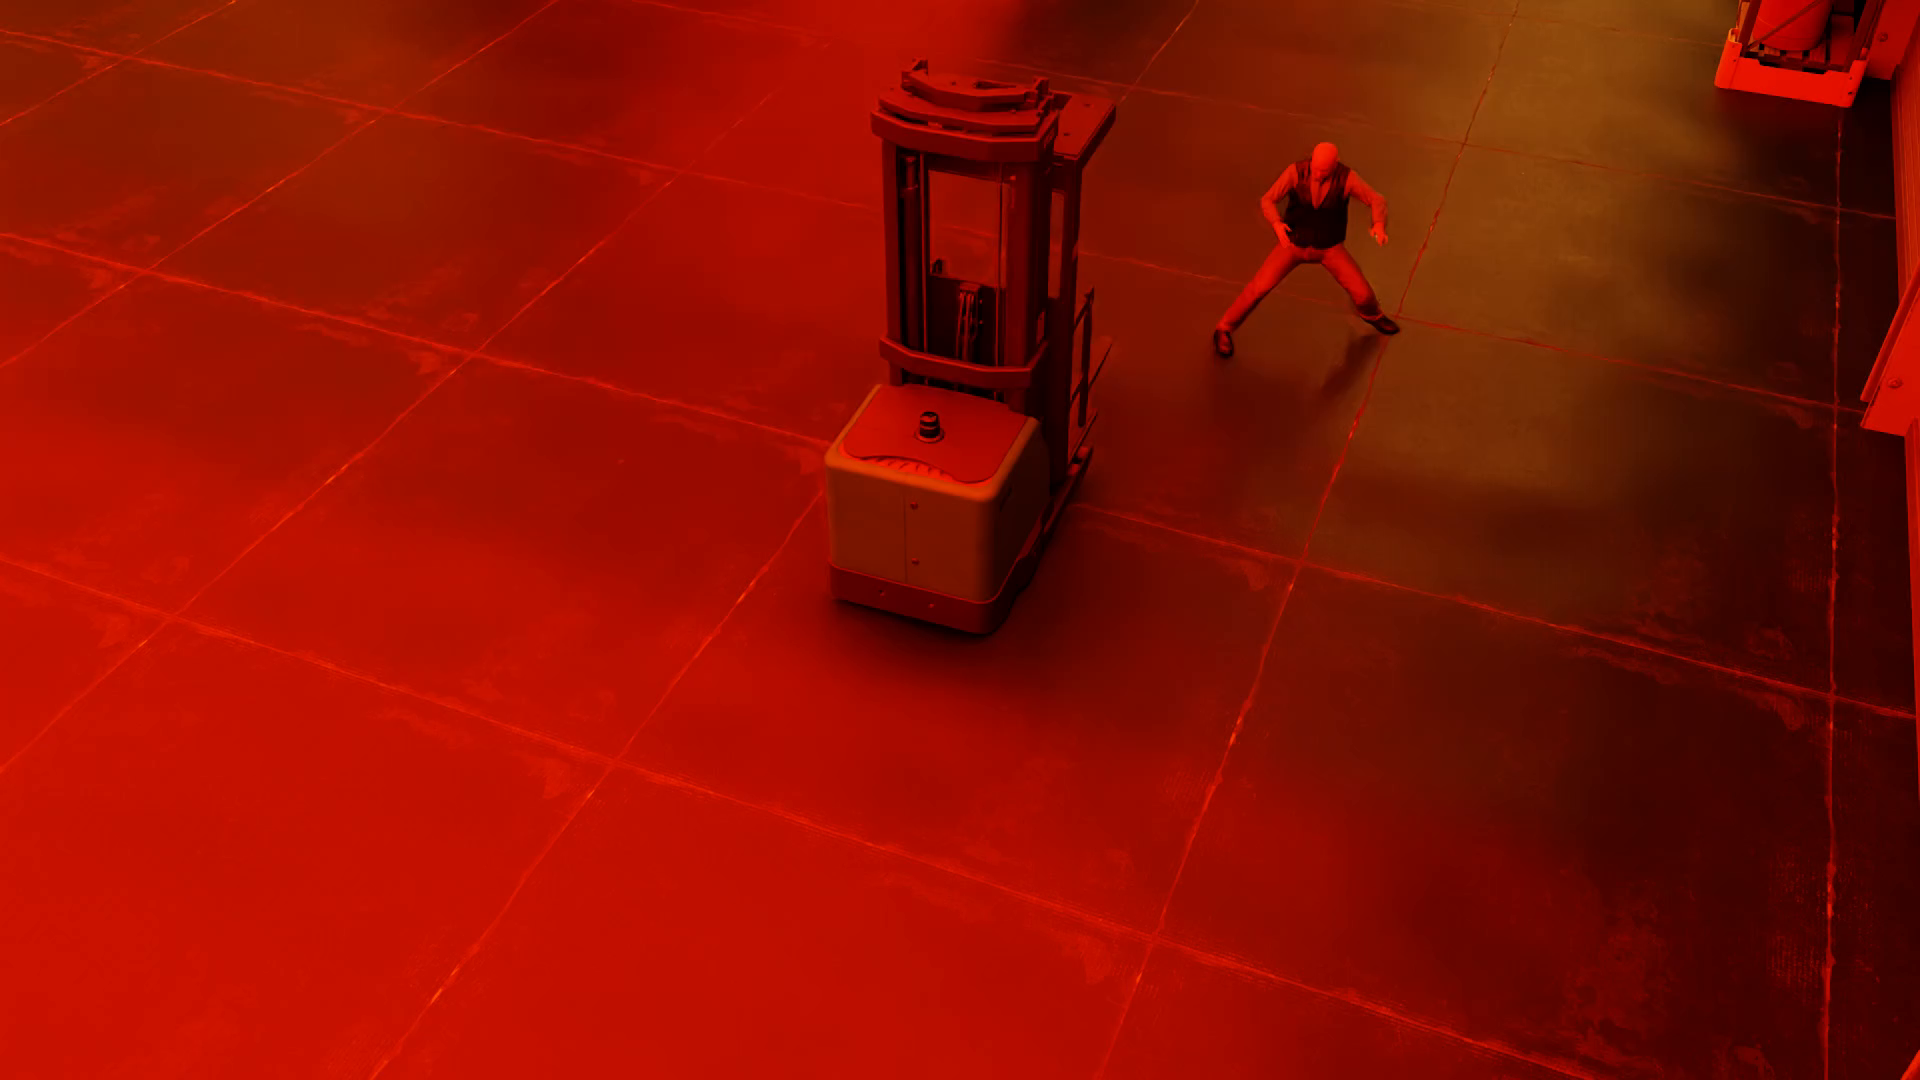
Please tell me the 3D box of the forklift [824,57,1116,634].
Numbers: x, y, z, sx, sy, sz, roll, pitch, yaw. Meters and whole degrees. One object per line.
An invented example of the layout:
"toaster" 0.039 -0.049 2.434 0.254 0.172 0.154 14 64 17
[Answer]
"forklift" 0.222 -1.537 9.842 1.130 2.935 3.031 14 42 16

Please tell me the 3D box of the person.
"person" 2.494 -2.018 11.526 1.297 1.503 0.734 9 41 11
